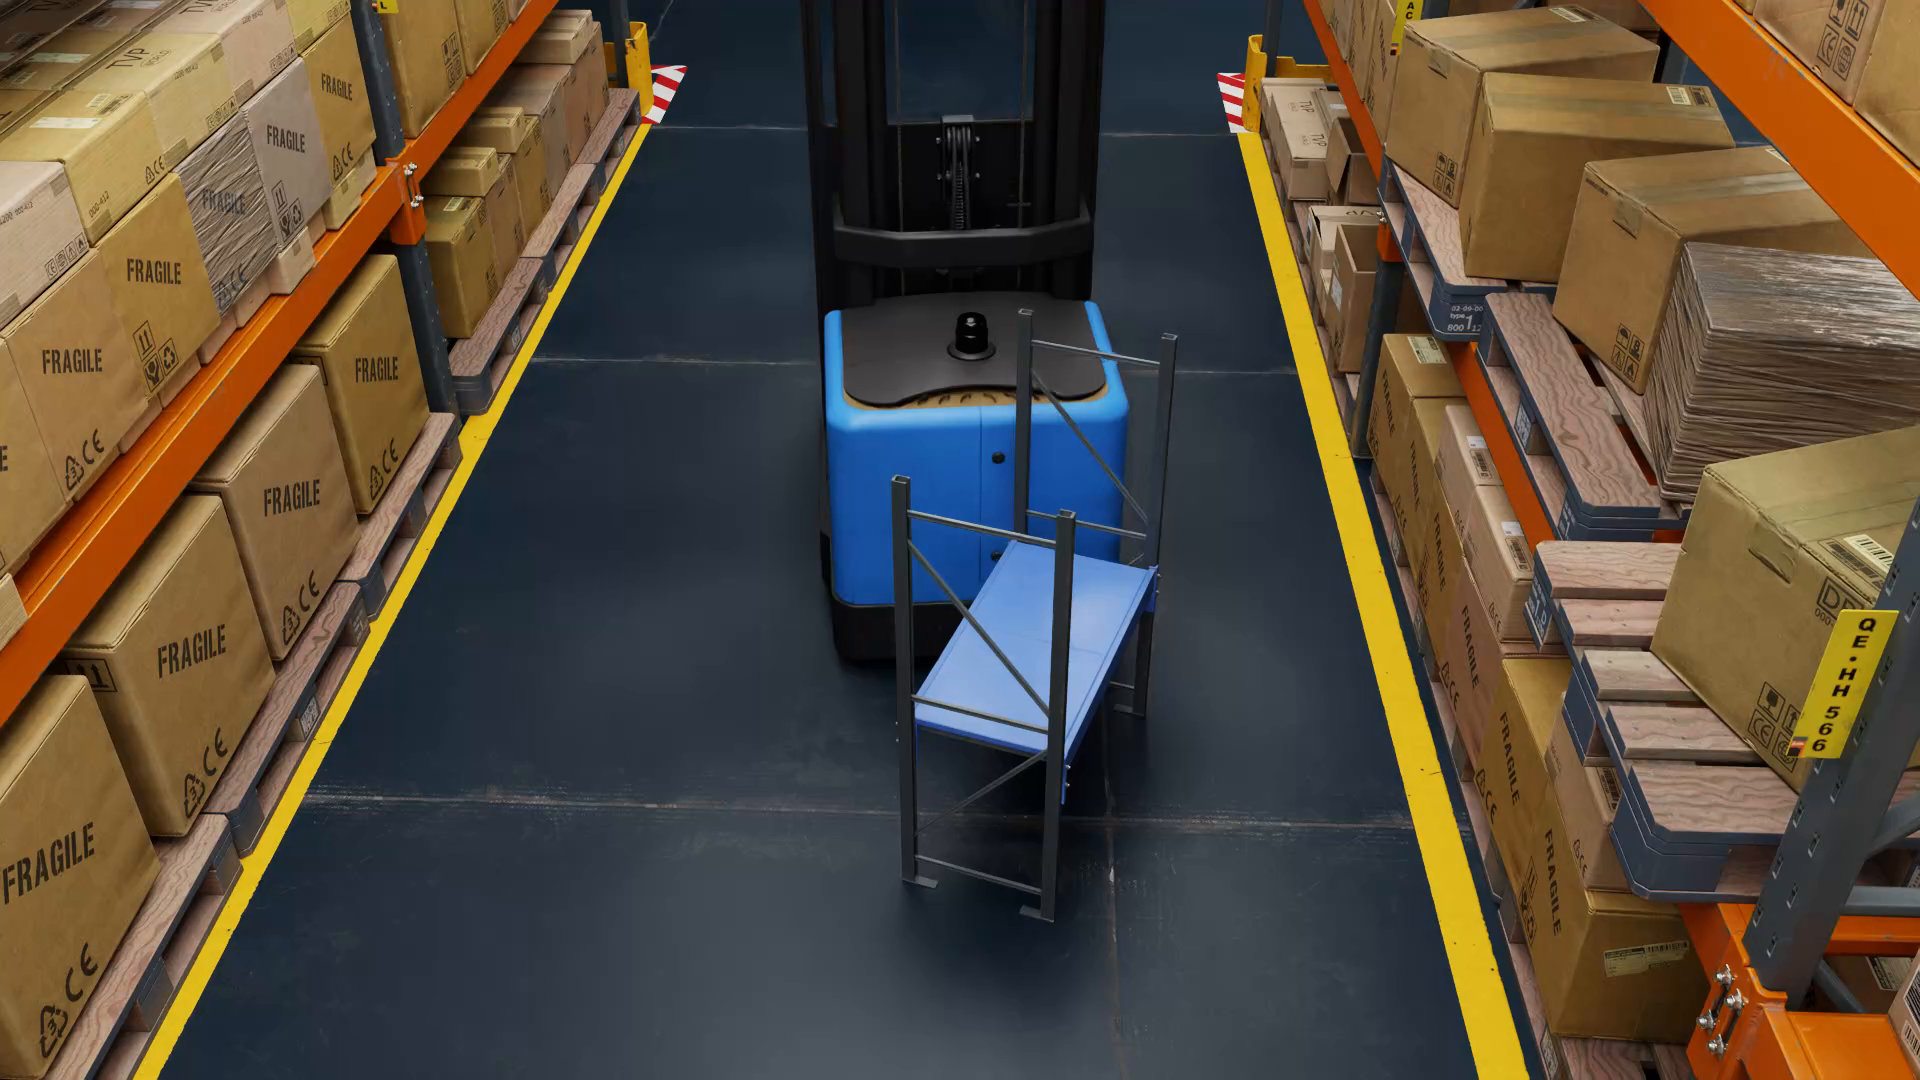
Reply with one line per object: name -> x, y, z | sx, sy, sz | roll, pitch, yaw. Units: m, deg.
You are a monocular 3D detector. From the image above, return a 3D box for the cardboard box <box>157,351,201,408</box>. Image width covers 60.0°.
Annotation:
cardboard box -> -2.584, -0.535, 5.103 | 0.380, 0.149, 0.250 | 2, 35, 3

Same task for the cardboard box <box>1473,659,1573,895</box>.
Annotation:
cardboard box -> 1.877, 0.702, 4.934 | 0.500, 0.500, 0.500 | 0, 35, 0

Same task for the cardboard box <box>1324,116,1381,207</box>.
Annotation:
cardboard box -> 2.284, -1.837, 8.544 | 0.797, 0.503, 0.637 | 1, 35, 2

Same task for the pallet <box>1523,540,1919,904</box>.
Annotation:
pallet -> 2.010, 0.386, 3.758 | 1.213, 0.211, 1.003 | 1, 35, 2

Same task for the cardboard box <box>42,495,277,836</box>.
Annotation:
cardboard box -> -2.695, 0.372, 5.117 | 0.750, 0.750, 0.750 | 1, 35, 2

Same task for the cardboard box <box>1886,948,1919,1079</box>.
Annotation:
cardboard box -> 1.995, 0.943, 2.876 | 0.500, 0.311, 0.500 | 3, 35, 5

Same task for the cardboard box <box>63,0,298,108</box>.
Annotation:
cardboard box -> -2.530, -1.621, 5.433 | 0.500, 0.250, 0.500 | 2, 35, 3

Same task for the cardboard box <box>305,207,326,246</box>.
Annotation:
cardboard box -> -2.509, -1.123, 5.940 | 0.380, 0.149, 0.250 | 2, 35, 3

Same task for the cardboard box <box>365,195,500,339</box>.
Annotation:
cardboard box -> -2.604, -1.288, 7.782 | 0.700, 0.500, 0.500 | 2, 35, 2

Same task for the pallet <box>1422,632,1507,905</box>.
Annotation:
pallet -> 2.172, 0.713, 5.552 | 1.003, 0.211, 1.213 | 1, 35, 2

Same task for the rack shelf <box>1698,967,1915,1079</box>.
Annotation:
rack shelf -> 1.973, 2.142, 1.719 | 1.077, 0.370, 4.000 | 1, 35, 2

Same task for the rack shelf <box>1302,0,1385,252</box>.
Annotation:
rack shelf -> 2.294, -2.454, 8.258 | 1.077, 0.370, 4.000 | 1, 35, 2

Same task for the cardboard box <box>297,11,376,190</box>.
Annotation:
cardboard box -> -2.503, -1.611, 6.071 | 0.500, 0.500, 0.500 | 1, 35, 1

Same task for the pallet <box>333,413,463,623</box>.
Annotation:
pallet -> -2.692, -0.125, 6.745 | 1.003, 0.211, 1.213 | 1, 35, 2

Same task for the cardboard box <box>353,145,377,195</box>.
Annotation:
cardboard box -> -2.467, -1.416, 6.357 | 0.380, 0.149, 0.250 | 2, 35, 2

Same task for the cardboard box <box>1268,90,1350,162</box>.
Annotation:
cardboard box -> 2.049, -2.359, 9.507 | 0.500, 0.250, 0.500 | 1, 35, 2

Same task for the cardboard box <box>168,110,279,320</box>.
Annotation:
cardboard box -> -2.542, -1.029, 5.243 | 0.500, 0.500, 0.500 | 1, 35, 2

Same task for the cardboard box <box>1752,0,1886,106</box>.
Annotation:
cardboard box -> 2.057, -1.114, 3.030 | 0.910, 0.500, 0.500 | 1, 35, 2

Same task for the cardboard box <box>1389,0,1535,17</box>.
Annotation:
cardboard box -> 1.975, -2.346, 6.522 | 0.500, 0.500, 0.500 | 2, 35, 2

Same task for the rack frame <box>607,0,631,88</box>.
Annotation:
rack frame -> -2.576, -4.009, 9.846 | 1.000, 3.000, 0.127 | 1, 35, 2

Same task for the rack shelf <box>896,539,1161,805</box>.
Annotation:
rack shelf -> 0.238, 0.374, 5.227 | 0.538, 0.185, 1.000 | 12, 37, 17

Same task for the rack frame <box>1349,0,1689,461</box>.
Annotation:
rack frame -> 2.214, -1.599, 6.417 | 1.000, 3.000, 0.127 | 1, 35, 2

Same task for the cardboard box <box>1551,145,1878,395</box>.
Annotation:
cardboard box -> 2.204, -0.795, 4.821 | 0.700, 0.500, 0.500 | -7, 36, -10

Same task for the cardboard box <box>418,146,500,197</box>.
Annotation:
cardboard box -> -2.408, -1.746, 7.870 | 0.380, 0.149, 0.250 | 2, 35, 3

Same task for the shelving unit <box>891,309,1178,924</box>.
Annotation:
shelving unit -> 0.238, 0.227, 5.123 | 0.538, 1.500, 1.048 | 12, 37, 17

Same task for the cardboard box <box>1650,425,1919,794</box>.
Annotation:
cardboard box -> 1.966, 0.122, 3.516 | 0.700, 0.500, 0.500 | -10, 36, -14

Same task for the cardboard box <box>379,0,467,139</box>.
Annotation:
cardboard box -> -2.698, -2.145, 6.933 | 0.980, 0.700, 0.700 | 2, 35, 3

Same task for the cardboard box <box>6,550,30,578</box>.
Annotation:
cardboard box -> -2.651, 0.055, 4.264 | 0.380, 0.149, 0.250 | 1, 35, 1

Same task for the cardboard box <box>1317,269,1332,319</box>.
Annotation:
cardboard box -> 1.908, -1.163, 7.893 | 0.380, 0.149, 0.250 | 1, 35, 2

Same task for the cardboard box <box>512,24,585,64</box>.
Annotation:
cardboard box -> -2.336, -2.795, 9.362 | 0.380, 0.149, 0.250 | 2, 35, 3

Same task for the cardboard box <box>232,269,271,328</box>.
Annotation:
cardboard box -> -2.537, -0.831, 5.524 | 0.380, 0.149, 0.250 | 1, 35, 2

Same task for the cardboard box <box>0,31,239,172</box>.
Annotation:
cardboard box -> -2.550, -1.328, 5.016 | 0.500, 0.250, 0.500 | 2, 35, 3

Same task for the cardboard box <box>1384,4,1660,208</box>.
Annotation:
cardboard box -> 1.971, -1.545, 5.887 | 0.700, 0.500, 0.500 | -10, 36, -14

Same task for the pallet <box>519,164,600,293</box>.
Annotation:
pallet -> -2.581, -1.708, 8.997 | 1.003, 0.211, 1.213 | 1, 35, 2

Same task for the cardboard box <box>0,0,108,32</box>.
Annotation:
cardboard box -> -3.029, -1.630, 5.445 | 0.500, 0.250, 0.500 | 2, 35, 2

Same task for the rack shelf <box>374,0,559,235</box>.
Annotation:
rack shelf -> -2.656, -2.566, 8.418 | 1.077, 0.370, 4.000 | 1, 35, 2

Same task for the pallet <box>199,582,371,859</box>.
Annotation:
pallet -> -2.738, 0.577, 5.745 | 1.003, 0.211, 1.213 | 1, 35, 2

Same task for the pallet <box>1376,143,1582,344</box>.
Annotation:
pallet -> 2.072, -1.064, 5.822 | 1.003, 0.211, 1.213 | 1, 35, 2

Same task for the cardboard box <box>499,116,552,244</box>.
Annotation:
cardboard box -> -2.557, -1.871, 8.612 | 0.700, 0.500, 0.500 | 2, 35, 3

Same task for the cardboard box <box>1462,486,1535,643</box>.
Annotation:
cardboard box -> 1.891, 0.072, 5.178 | 0.500, 0.250, 0.500 | 1, 35, 1

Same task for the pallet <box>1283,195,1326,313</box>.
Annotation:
pallet -> 2.288, -1.555, 8.780 | 1.003, 0.211, 1.213 | 1, 35, 2

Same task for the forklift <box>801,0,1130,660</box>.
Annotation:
forklift -> -0.044, -1.594, 6.469 | 1.130, 2.935, 3.031 | -3, 35, -4

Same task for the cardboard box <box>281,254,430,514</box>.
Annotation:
cardboard box -> -2.632, -0.627, 6.538 | 0.750, 0.750, 0.750 | 2, 35, 2

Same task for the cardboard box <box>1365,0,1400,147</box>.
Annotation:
cardboard box -> 1.977, -1.933, 6.805 | 0.500, 0.500, 0.500 | 2, 35, 3

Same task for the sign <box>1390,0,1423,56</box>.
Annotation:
sign -> 1.671, -1.961, 6.179 | 0.100, 0.325, 0.005 | 1, 35, 2

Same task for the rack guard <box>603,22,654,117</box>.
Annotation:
rack guard -> -2.575, -3.001, 10.585 | 1.175, 0.500, 0.348 | 1, 35, 2

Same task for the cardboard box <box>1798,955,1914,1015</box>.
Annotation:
cardboard box -> 2.357, 1.287, 4.102 | 0.500, 0.500, 0.500 | 3, 35, 4

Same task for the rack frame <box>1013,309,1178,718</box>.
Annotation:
rack frame -> 0.418, -0.047, 5.512 | 0.500, 1.500, 0.032 | 12, 37, 17

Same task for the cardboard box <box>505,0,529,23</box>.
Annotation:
cardboard box -> -2.644, -2.983, 8.125 | 0.980, 0.700, 0.700 | 0, 35, 0

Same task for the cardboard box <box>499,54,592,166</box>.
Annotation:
cardboard box -> -2.524, -2.467, 9.460 | 0.700, 0.500, 0.500 | 1, 35, 2

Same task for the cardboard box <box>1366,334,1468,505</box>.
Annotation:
cardboard box -> 1.951, -0.484, 6.621 | 0.500, 0.500, 0.500 | 0, 35, 0

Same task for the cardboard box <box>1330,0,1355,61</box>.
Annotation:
cardboard box -> 2.015, -2.525, 7.646 | 0.500, 0.500, 0.500 | 2, 35, 3

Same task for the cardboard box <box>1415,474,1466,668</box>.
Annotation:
cardboard box -> 1.913, 0.110, 5.777 | 0.500, 0.500, 0.500 | 2, 35, 2

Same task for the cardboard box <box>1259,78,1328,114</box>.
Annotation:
cardboard box -> 2.014, -2.678, 10.049 | 0.380, 0.149, 0.250 | 1, 35, 2

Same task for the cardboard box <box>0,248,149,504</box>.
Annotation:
cardboard box -> -2.570, -0.443, 4.409 | 0.500, 0.500, 0.500 | 1, 35, 2

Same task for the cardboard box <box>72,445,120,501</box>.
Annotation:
cardboard box -> -2.628, -0.242, 4.687 | 0.380, 0.149, 0.250 | 2, 35, 3
